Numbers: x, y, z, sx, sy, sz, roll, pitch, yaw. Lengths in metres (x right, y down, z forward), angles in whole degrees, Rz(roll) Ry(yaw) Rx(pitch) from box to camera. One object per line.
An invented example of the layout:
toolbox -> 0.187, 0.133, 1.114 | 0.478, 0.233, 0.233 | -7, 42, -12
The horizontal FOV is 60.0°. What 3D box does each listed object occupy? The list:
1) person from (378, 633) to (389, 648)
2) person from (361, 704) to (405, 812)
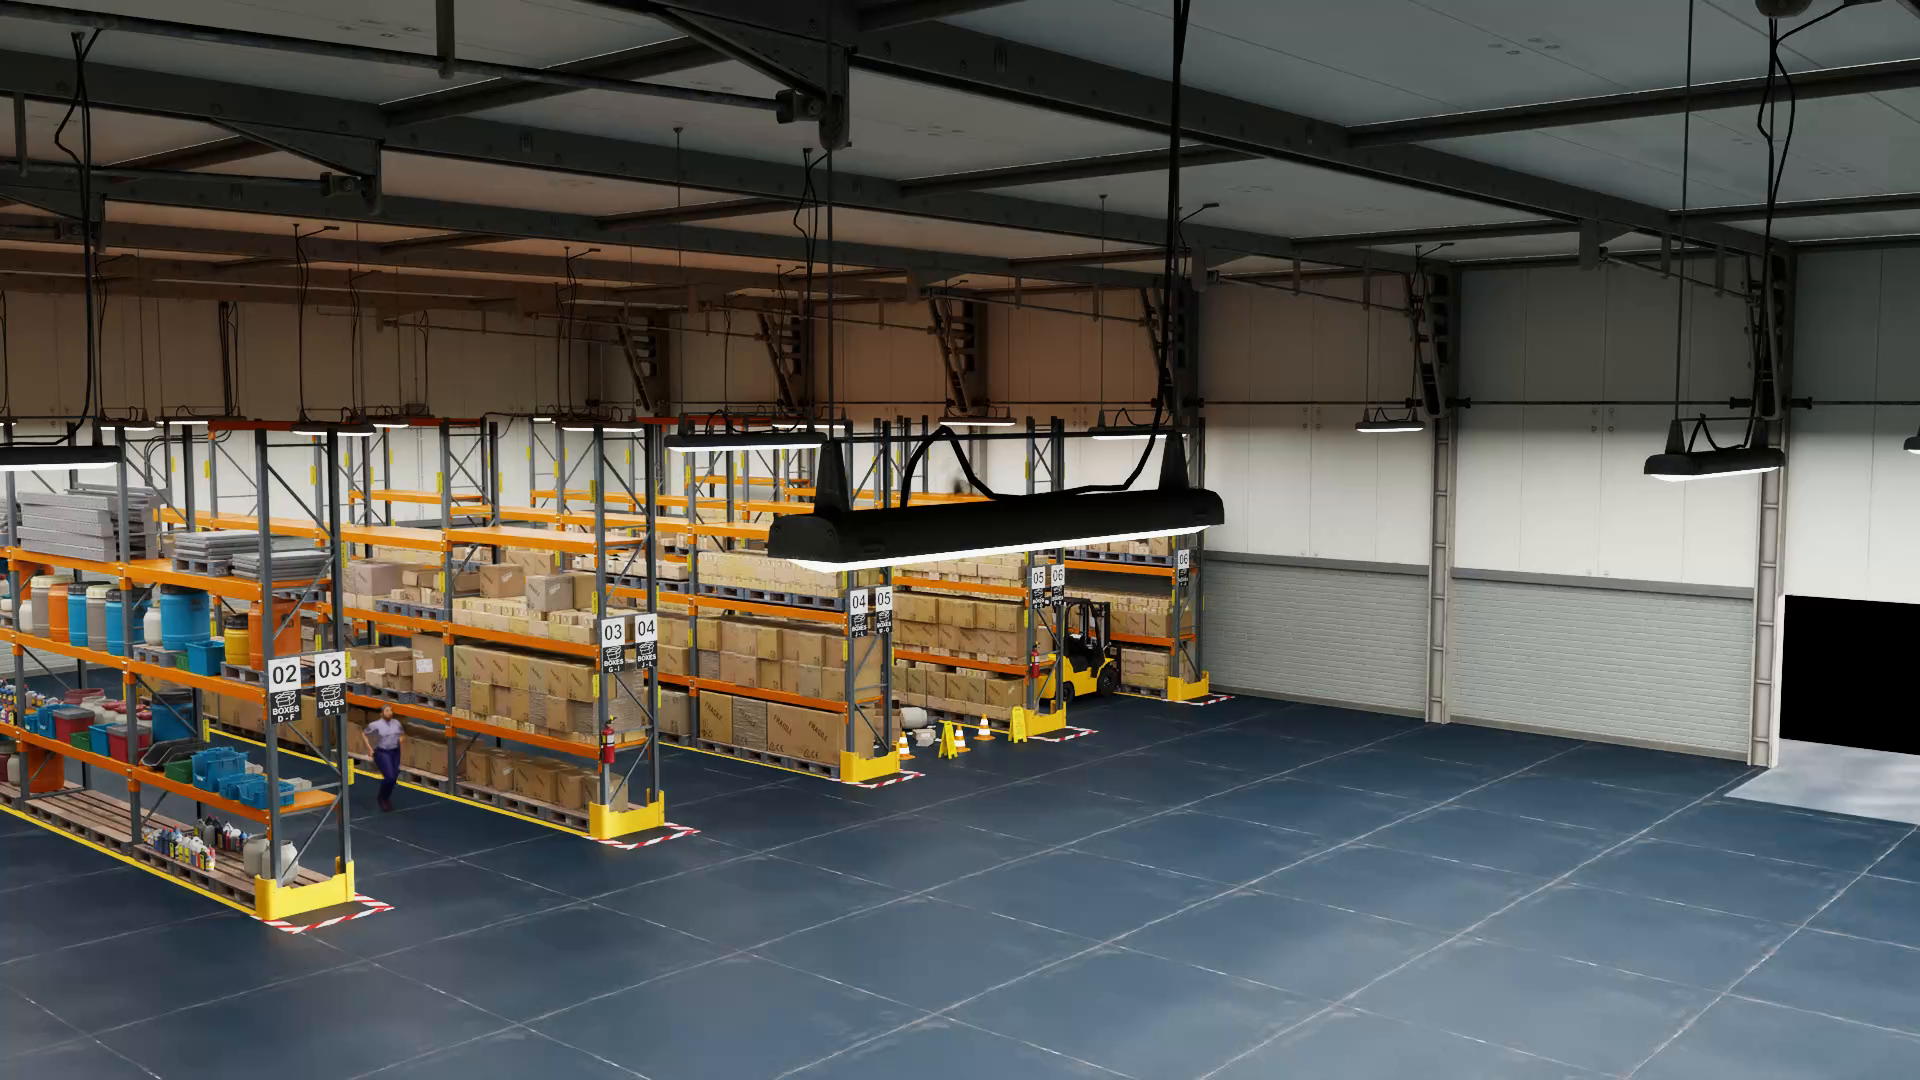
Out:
person -> -13.893, 2.176, 40.223 | 0.555, 1.629, 0.616 | 4, 6, 42
person -> -8.872, 3.372, 25.813 | 0.680, 1.655, 0.562 | 4, 6, 37
